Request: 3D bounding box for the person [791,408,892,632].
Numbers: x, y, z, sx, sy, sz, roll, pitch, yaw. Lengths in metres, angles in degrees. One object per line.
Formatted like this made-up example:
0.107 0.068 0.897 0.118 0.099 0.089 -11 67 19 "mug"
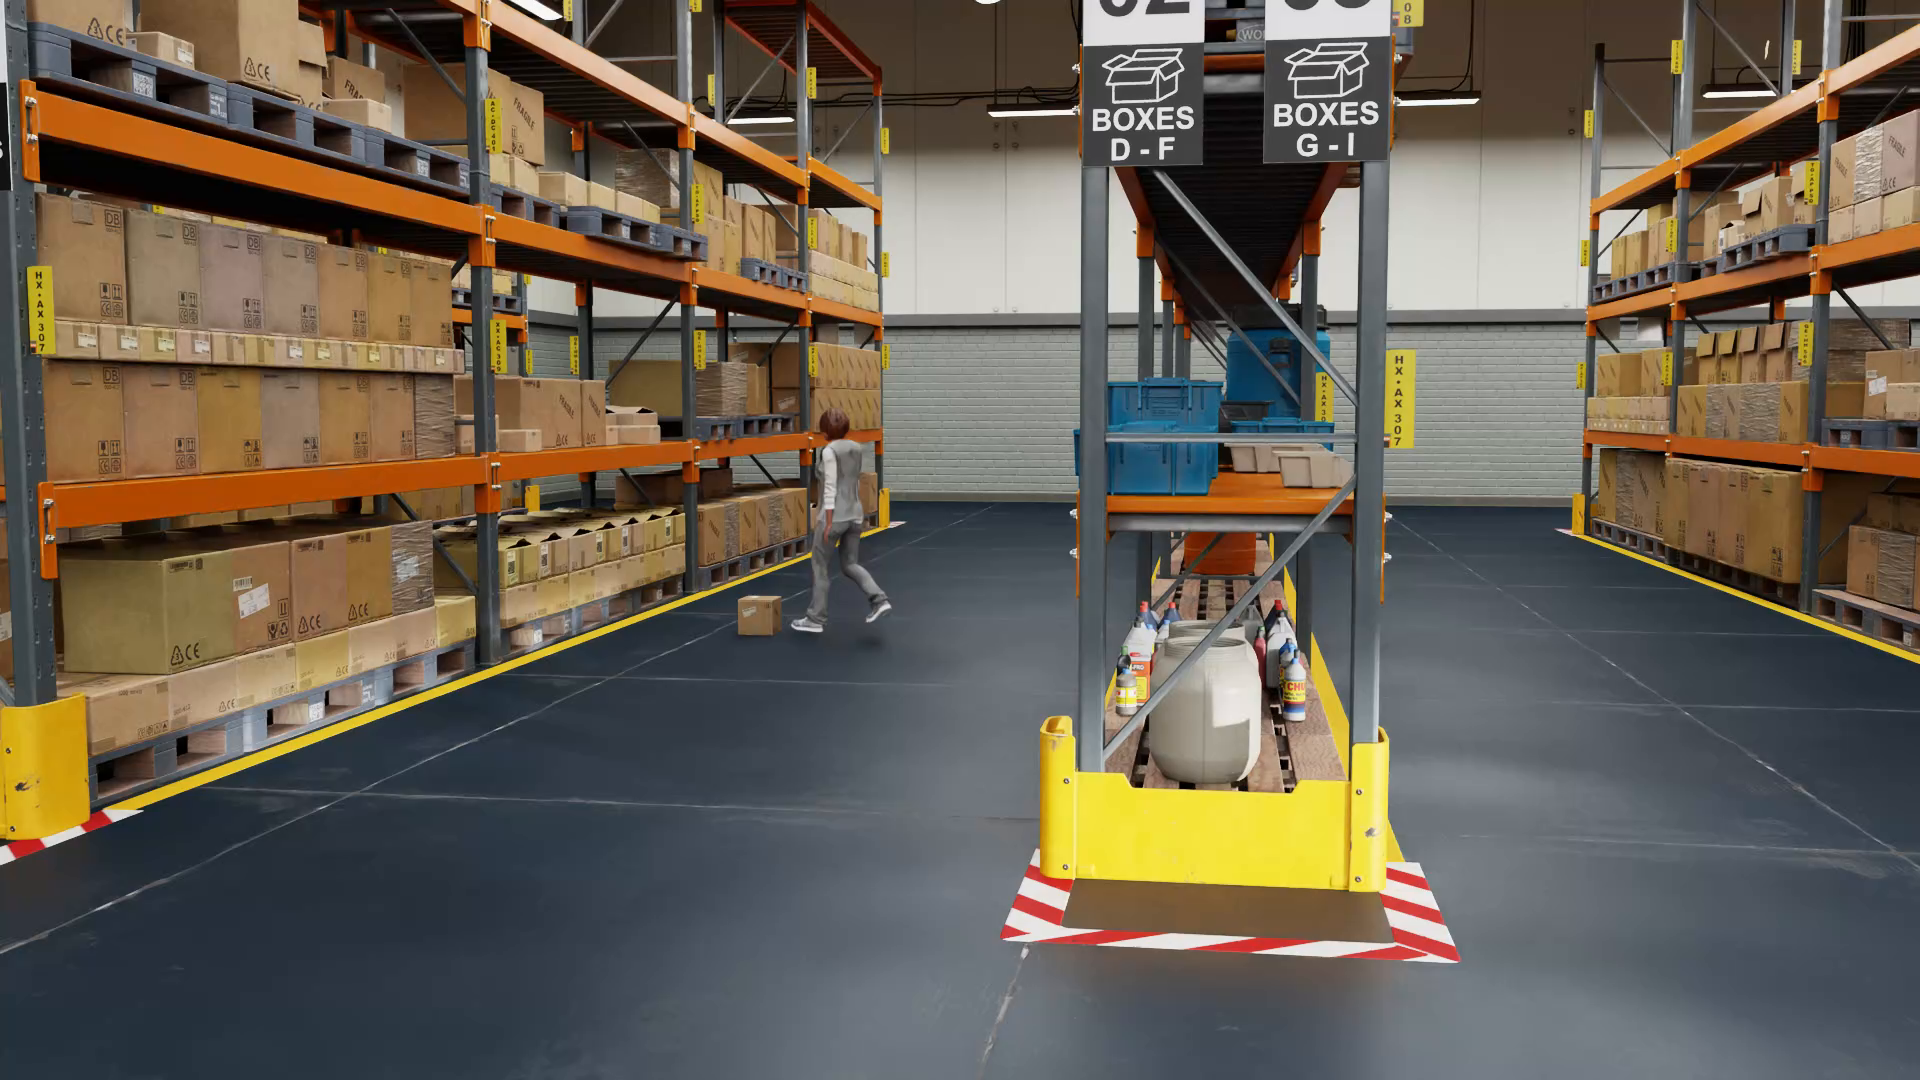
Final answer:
-0.832 -0.134 11.624 0.778 1.570 0.419 4 6 38 "person"
